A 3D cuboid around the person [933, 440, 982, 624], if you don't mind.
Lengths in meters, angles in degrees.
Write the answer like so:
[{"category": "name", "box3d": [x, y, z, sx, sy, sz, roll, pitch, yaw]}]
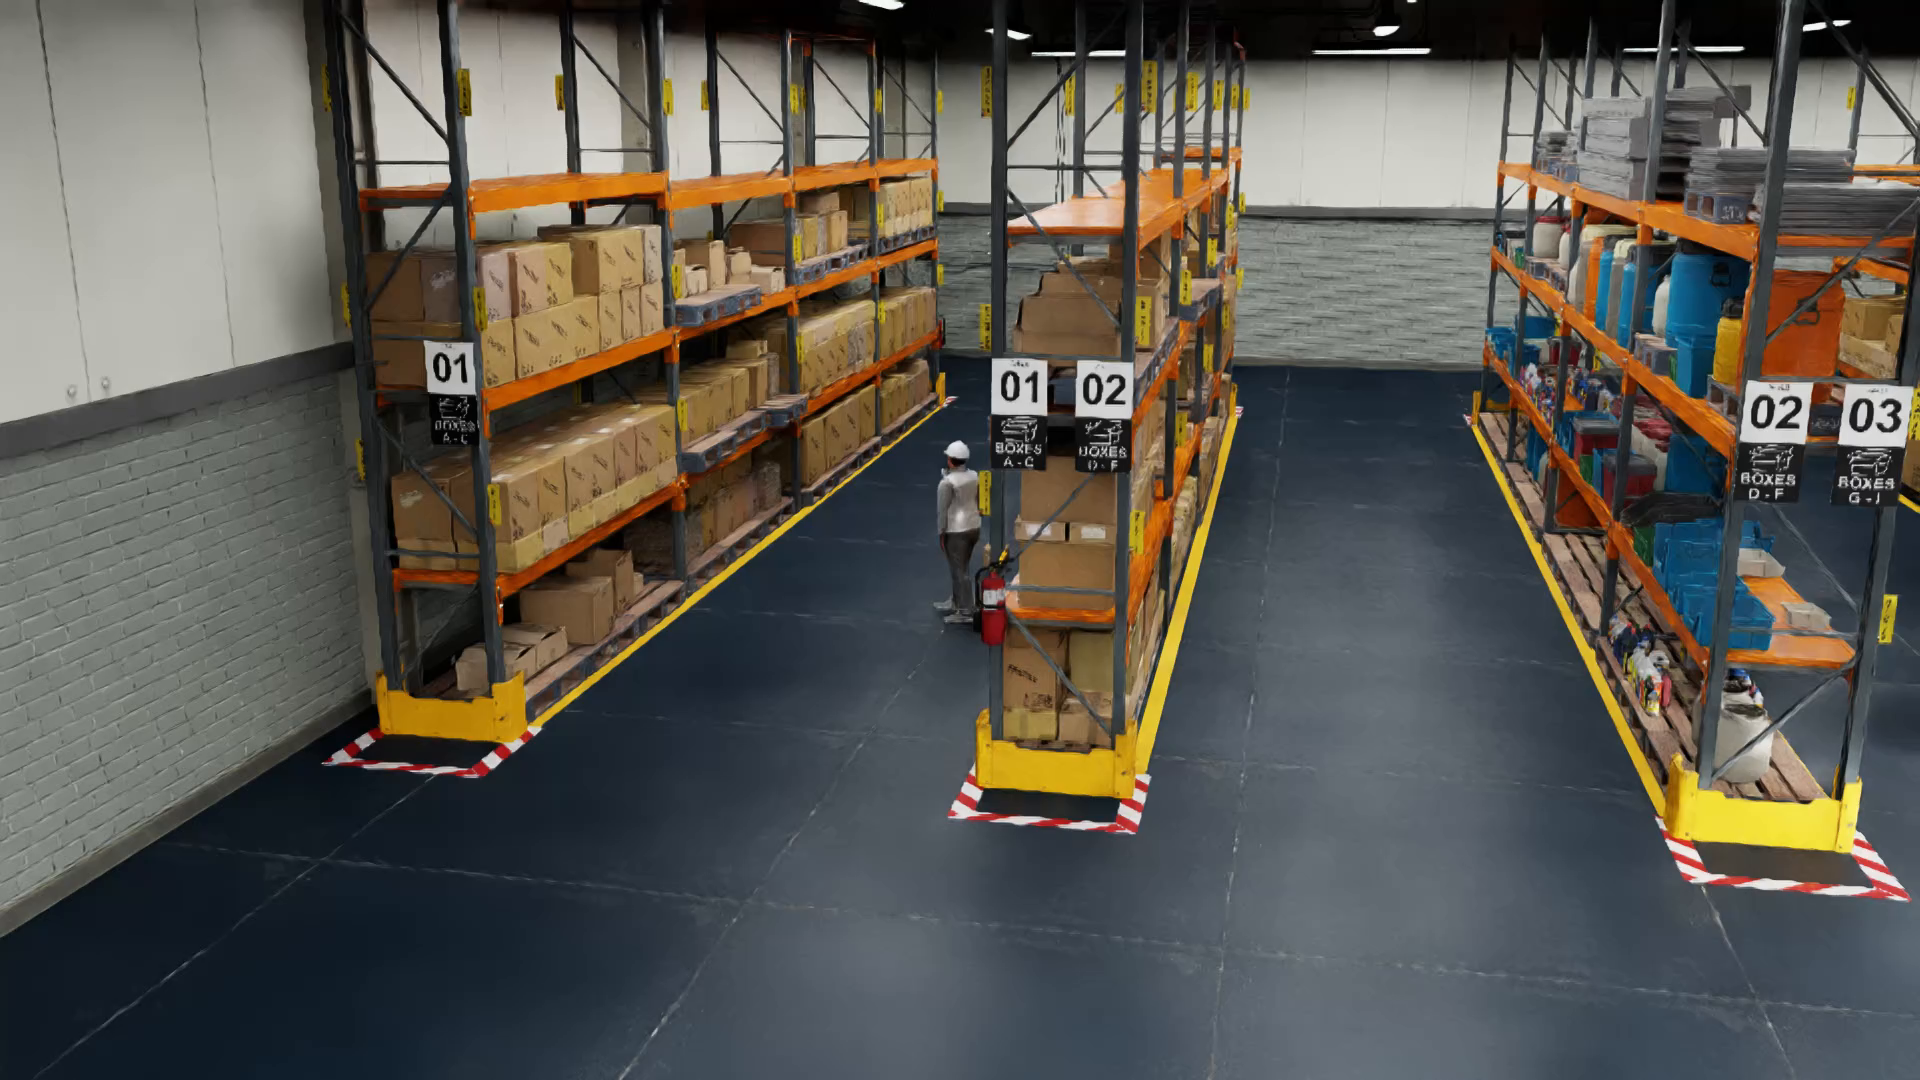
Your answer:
[{"category": "person", "box3d": [-0.028, -0.103, 16.333, 0.598, 1.774, 0.639, 11, 18, 37]}]
